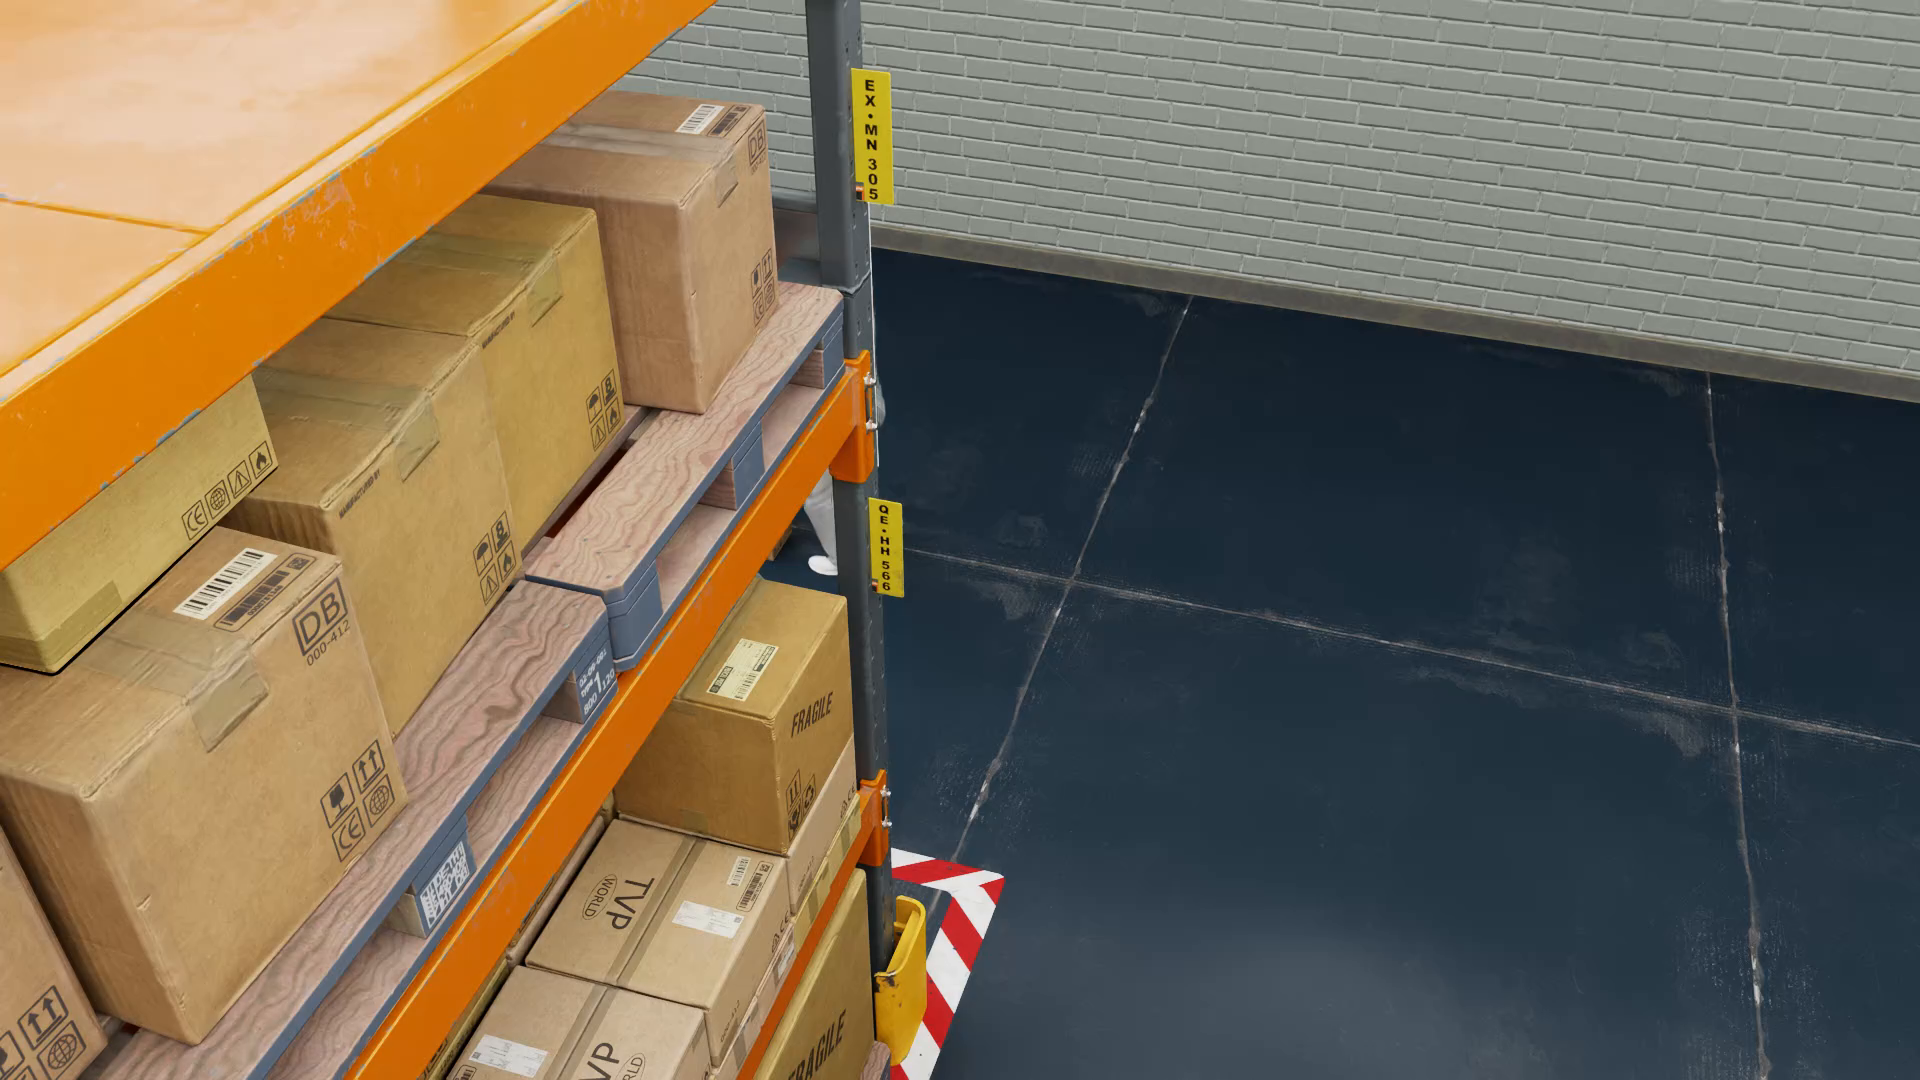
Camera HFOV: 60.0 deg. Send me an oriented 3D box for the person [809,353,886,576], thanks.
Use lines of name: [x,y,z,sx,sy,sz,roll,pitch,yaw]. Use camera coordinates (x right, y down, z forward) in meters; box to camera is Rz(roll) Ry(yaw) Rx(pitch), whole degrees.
person: [-0.567,-0.536,7.656,0.406,1.616,0.464,12,39,15]
